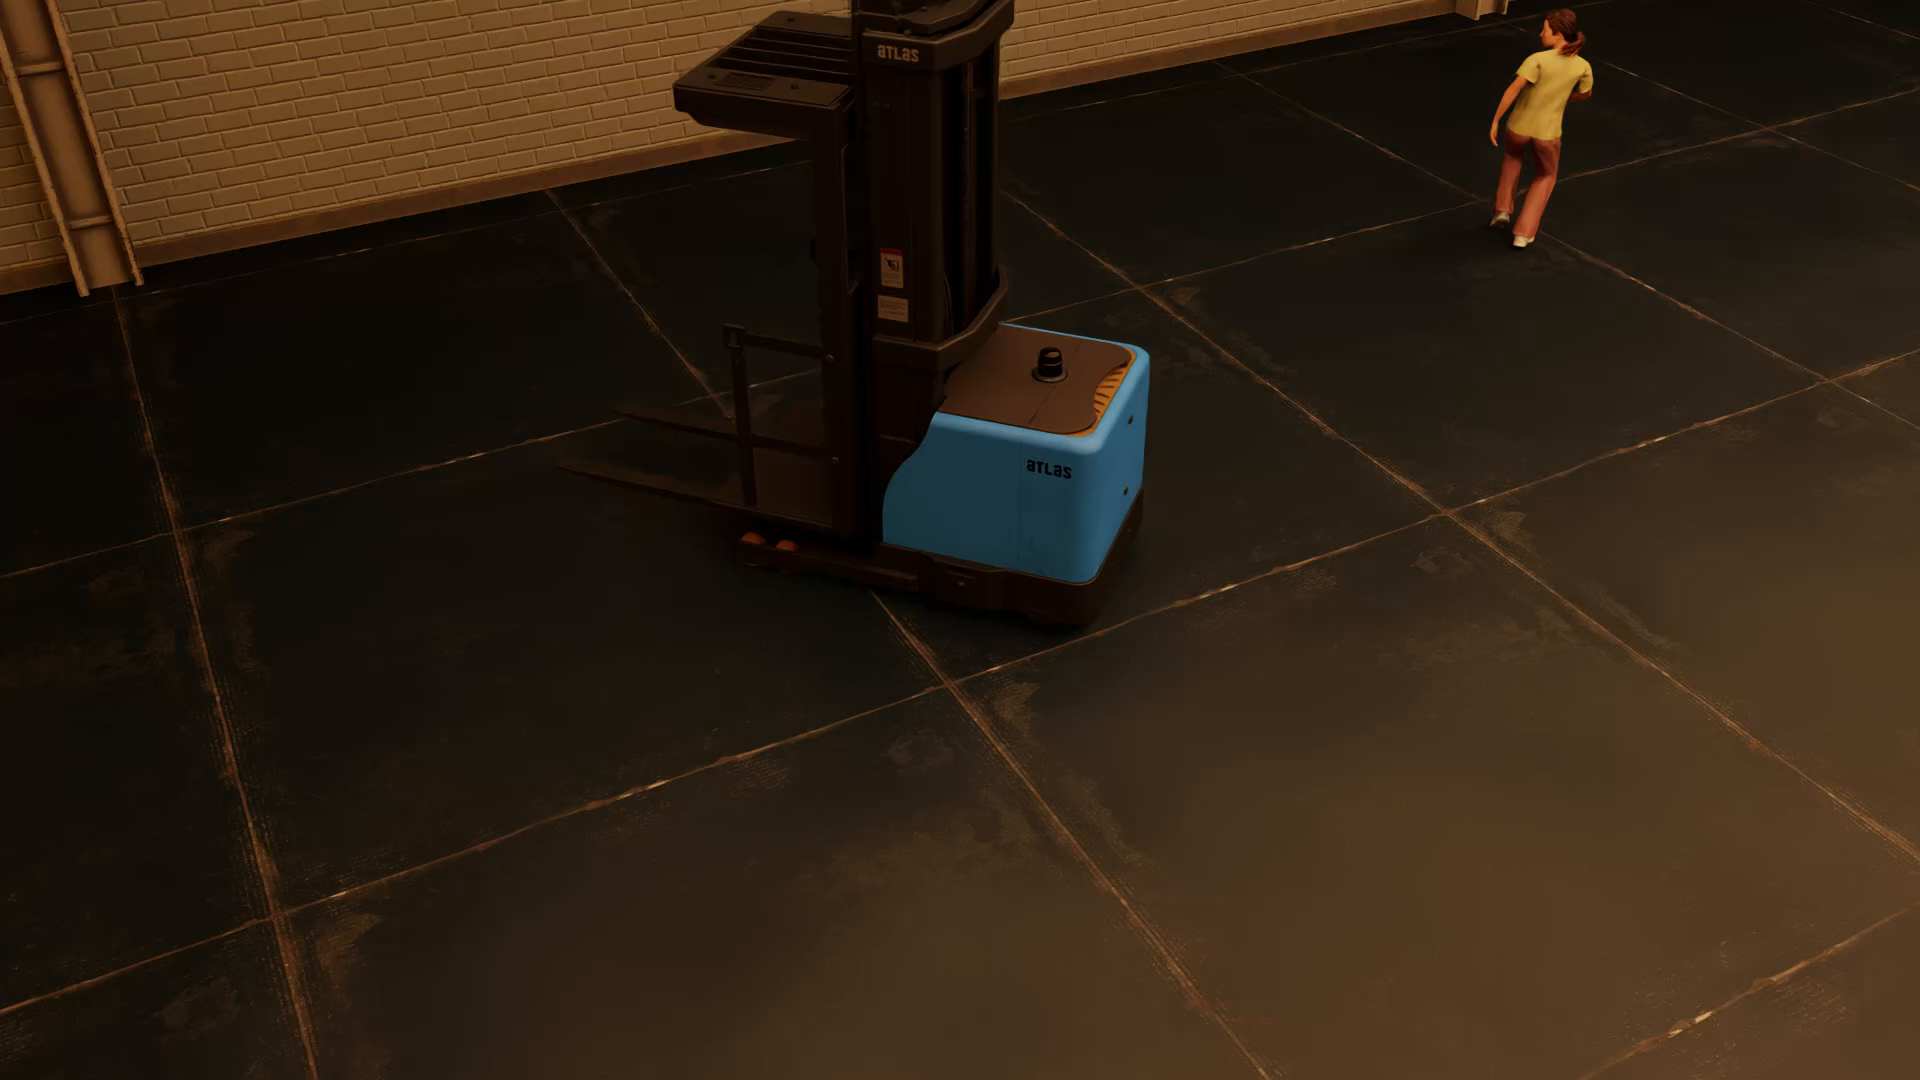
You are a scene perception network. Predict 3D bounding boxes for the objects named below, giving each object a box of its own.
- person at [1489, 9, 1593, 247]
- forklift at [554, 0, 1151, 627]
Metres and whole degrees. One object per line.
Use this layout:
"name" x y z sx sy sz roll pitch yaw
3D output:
"person" 3.874 -2.739 11.179 0.590 1.647 0.697 11 37 15
"forklift" -0.626 -1.299 7.960 3.031 2.935 1.130 12 37 16
